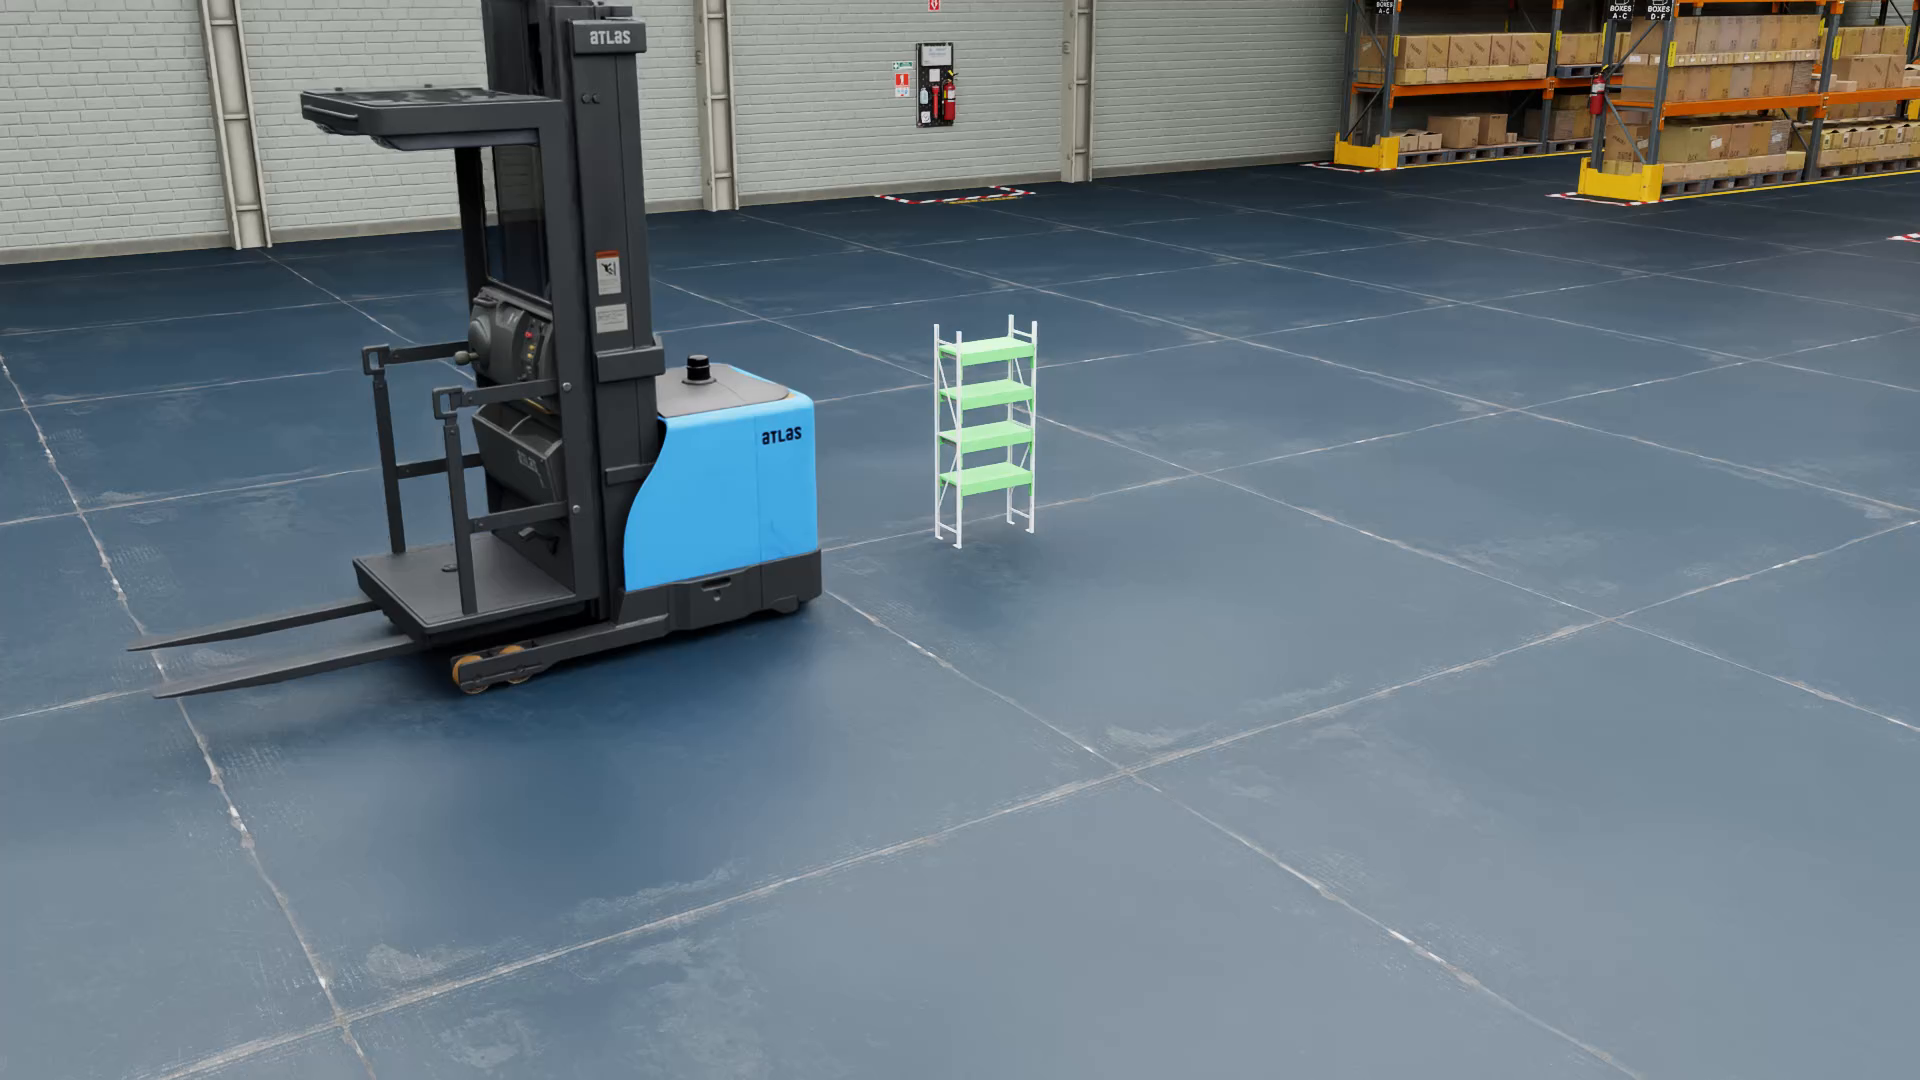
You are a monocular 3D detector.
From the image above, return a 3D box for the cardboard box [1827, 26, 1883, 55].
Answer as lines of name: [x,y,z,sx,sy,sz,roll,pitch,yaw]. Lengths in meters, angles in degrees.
cardboard box: [18.383,-10.256,34.429,0.700,0.700,0.980,-13,23,-34]

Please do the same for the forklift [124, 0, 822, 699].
forklift: [-2.184,-0.909,7.358,3.031,2.935,1.130,-13,22,-33]

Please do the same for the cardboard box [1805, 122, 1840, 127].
cardboard box: [13.782,-6.522,26.614,0.500,0.311,0.500,-12,22,-32]

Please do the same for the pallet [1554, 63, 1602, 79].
pallet: [10.743,-8.360,29.590,1.213,0.211,1.003,-12,22,-31]

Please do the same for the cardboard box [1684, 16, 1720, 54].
cardboard box: [10.289,-7.171,23.590,0.500,0.500,0.700,-13,22,-33]

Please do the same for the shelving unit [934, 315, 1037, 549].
shelving unit: [0.138,-0.598,9.139,0.503,1.200,0.258,-12,22,-31]

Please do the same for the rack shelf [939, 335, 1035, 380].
rack shelf: [0.138,-0.992,9.006,0.480,0.148,0.258,-12,22,-31]

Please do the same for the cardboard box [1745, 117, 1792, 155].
cardboard box: [12.061,-6.058,24.946,0.500,0.500,0.500,-12,22,-31]

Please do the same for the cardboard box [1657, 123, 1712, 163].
cardboard box: [10.398,-5.702,23.893,0.500,0.500,0.500,-12,22,-31]

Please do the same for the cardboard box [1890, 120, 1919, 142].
cardboard box: [15.361,-6.646,26.982,0.500,0.311,0.500,-12,22,-32]

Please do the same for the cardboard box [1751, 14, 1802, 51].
cardboard box: [11.964,-7.524,24.634,0.500,0.500,0.700,-12,22,-32]

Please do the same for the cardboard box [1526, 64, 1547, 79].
cardboard box: [9.796,-8.129,28.810,0.500,0.250,0.500,-12,22,-31]

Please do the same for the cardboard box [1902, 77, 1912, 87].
cardboard box: [15.059,-7.377,26.774,0.250,0.149,0.380,-10,21,-27]

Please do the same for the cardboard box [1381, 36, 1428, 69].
cardboard box: [7.248,-7.948,27.104,0.500,0.500,0.500,-12,22,-31]

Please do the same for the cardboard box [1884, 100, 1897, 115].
cardboard box: [19.517,-9.334,35.417,0.500,0.500,0.700,-12,22,-31]

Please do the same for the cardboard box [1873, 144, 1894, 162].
cardboard box: [14.510,-6.203,26.547,0.500,0.250,0.500,-11,22,-30]

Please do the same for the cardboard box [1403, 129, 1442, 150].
cardboard box: [7.788,-6.784,28.138,0.500,0.311,0.500,-10,21,-27]

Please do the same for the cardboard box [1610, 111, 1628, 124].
cardboard box: [11.899,-7.789,30.816,0.500,0.500,0.700,-12,22,-32]

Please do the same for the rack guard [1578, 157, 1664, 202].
rack guard: [9.392,-5.138,23.662,0.348,0.500,1.175,-12,22,-31]

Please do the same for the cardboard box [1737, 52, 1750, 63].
cardboard box: [11.142,-6.963,23.989,0.250,0.149,0.380,-12,22,-31]

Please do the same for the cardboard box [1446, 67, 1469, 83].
cardboard box: [8.121,-7.774,27.758,0.500,0.250,0.500,-12,22,-32]

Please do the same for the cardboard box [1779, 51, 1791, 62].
cardboard box: [11.999,-7.144,24.524,0.250,0.149,0.380,-12,22,-32]

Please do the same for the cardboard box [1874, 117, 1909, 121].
cardboard box: [15.494,-6.884,27.685,0.500,0.311,0.500,-11,22,-30]

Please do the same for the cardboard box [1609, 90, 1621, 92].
cardboard box: [12.282,-8.215,30.906,0.500,0.250,0.500,-11,22,-30]

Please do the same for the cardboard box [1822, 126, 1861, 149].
cardboard box: [13.655,-6.286,25.917,0.500,0.311,0.500,-12,22,-32]

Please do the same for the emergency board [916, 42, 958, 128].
emergency board: [-0.303,-6.524,23.858,0.643,1.169,0.194,-12,22,-31]

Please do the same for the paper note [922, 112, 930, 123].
paper note: [-0.489,-6.094,23.961,0.142,0.148,0.016,-12,22,-31]

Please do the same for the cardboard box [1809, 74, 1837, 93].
cardboard box: [13.139,-7.058,25.674,0.500,0.250,0.500,-10,21,-28]

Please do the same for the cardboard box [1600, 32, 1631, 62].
cardboard box: [11.950,-9.005,30.354,0.500,0.500,0.700,-12,22,-31]

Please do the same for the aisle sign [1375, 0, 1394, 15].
aisle sign: [6.789,-8.789,26.501,0.004,0.787,0.394,-12,22,-31]

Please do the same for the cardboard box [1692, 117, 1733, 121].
cardboard box: [11.358,-6.109,25.097,0.500,0.500,0.500,-12,22,-31]

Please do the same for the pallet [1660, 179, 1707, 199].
pallet: [10.027,-5.151,24.153,1.213,0.211,1.003,-12,22,-31]

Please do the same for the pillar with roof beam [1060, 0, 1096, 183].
pillar with roof beam: [4.150,-8.639,20.748,0.400,9.000,9.100,-12,22,-31]

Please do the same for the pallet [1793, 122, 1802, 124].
pallet: [16.103,-8.287,33.429,1.213,0.211,1.003,-12,22,-31]

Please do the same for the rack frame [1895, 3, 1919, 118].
rack frame: [16.093,-7.736,27.443,0.127,3.000,1.000,-12,22,-31]

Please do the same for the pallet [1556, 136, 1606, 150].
pallet: [11.694,-7.388,30.769,1.213,0.211,1.003,-12,22,-31]

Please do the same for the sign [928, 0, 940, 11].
sign: [-0.365,-7.647,23.561,0.199,0.298,0.001,-12,22,-31]

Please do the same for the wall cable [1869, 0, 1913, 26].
wall cable: [20.596,-11.429,36.781,1.851,1.984,0.084,-12,22,-31]

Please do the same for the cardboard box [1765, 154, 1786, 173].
cardboard box: [12.062,-5.702,25.065,0.500,0.250,0.500,-12,22,-31]

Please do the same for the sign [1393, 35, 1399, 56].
sign: [6.983,-7.916,26.624,0.005,0.325,0.100,-12,22,-31]

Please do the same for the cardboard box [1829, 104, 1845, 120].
cardboard box: [17.809,-8.971,34.345,0.500,0.500,0.700,-12,22,-32]

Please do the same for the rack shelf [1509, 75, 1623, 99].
rack shelf: [11.695,-8.367,30.433,4.000,0.370,1.077,-12,22,-31]

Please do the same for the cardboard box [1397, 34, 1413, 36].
cardboard box: [7.387,-8.170,27.761,0.500,0.500,0.500,-12,22,-31]

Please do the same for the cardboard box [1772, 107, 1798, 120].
cardboard box: [16.235,-8.796,33.280,0.750,0.750,0.750,-12,22,-31]

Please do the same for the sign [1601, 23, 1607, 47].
sign: [9.125,-7.135,23.488,0.005,0.325,0.100,-12,22,-31]

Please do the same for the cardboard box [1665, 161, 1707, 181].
cardboard box: [10.397,-5.347,24.015,0.500,0.250,0.500,-12,22,-31]

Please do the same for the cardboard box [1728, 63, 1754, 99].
cardboard box: [11.100,-6.726,24.300,0.500,0.500,0.700,-11,22,-30]

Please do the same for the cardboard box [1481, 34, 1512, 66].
cardboard box: [8.960,-8.308,28.167,0.500,0.500,0.500,-13,22,-33]

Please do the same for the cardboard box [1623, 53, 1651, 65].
cardboard box: [9.626,-6.799,23.505,0.250,0.149,0.380,-12,22,-32]

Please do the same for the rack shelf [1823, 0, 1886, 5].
rack shelf: [18.377,-11.197,34.121,4.000,0.370,1.077,-12,22,-31]

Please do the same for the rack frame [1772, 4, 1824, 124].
rack frame: [16.706,-9.765,33.444,0.127,3.000,1.000,-12,22,-31]

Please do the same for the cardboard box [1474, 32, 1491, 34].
cardboard box: [9.083,-8.532,28.831,0.500,0.500,0.500,-12,22,-32]

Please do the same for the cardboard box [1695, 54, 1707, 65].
cardboard box: [10.286,-6.783,23.457,0.250,0.149,0.380,-12,22,-31]
